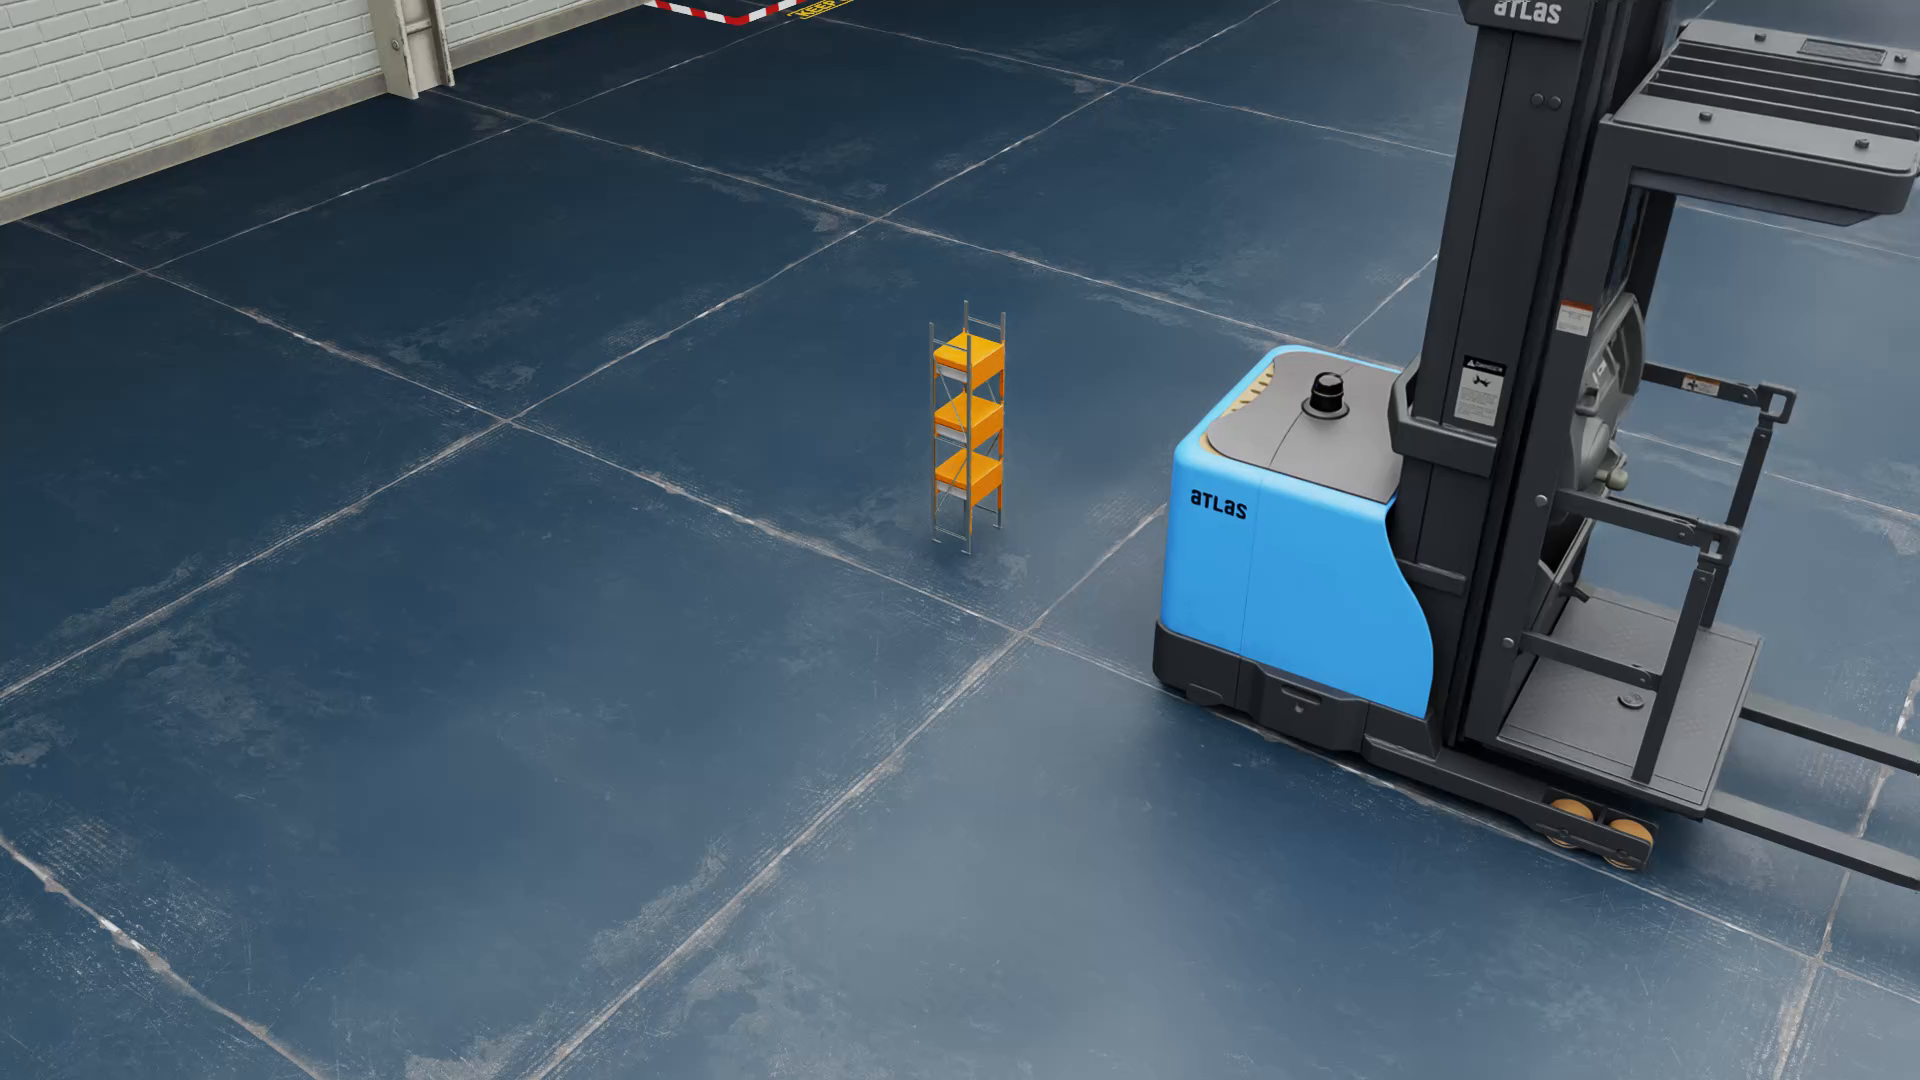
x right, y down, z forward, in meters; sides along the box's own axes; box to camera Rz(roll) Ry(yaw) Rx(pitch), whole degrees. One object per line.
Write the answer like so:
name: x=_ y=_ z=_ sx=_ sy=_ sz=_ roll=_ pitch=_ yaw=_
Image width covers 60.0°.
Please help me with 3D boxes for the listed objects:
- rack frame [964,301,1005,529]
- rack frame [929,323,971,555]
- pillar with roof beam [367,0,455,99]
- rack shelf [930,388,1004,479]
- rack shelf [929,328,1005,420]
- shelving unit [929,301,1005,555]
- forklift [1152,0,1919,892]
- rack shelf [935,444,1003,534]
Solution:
rack frame: x=0.100 y=-0.516 z=7.075 sx=0.200 sy=1.050 sz=0.008 roll=21 pitch=39 yaw=28
rack frame: x=-0.039 y=-0.403 z=6.909 sx=0.200 sy=1.050 sz=0.008 roll=21 pitch=39 yaw=28
pillar with roof beam: x=-0.399 y=-5.650 z=7.572 sx=9.100 sy=9.000 sz=0.400 roll=21 pitch=39 yaw=28
rack shelf: x=0.031 y=-0.451 z=6.998 sx=0.215 sy=0.259 sz=0.240 roll=21 pitch=39 yaw=28
rack shelf: x=0.031 y=-0.686 z=6.839 sx=0.215 sy=0.259 sz=0.240 roll=21 pitch=39 yaw=28
shelving unit: x=0.031 y=-0.460 z=6.992 sx=0.215 sy=1.050 sz=0.252 roll=21 pitch=39 yaw=28
forklift: x=2.264 y=-0.446 z=5.292 sx=3.031 sy=2.935 sz=1.130 roll=19 pitch=38 yaw=26
rack shelf: x=0.031 y=-0.221 z=7.154 sx=0.215 sy=0.259 sz=0.240 roll=21 pitch=39 yaw=28
